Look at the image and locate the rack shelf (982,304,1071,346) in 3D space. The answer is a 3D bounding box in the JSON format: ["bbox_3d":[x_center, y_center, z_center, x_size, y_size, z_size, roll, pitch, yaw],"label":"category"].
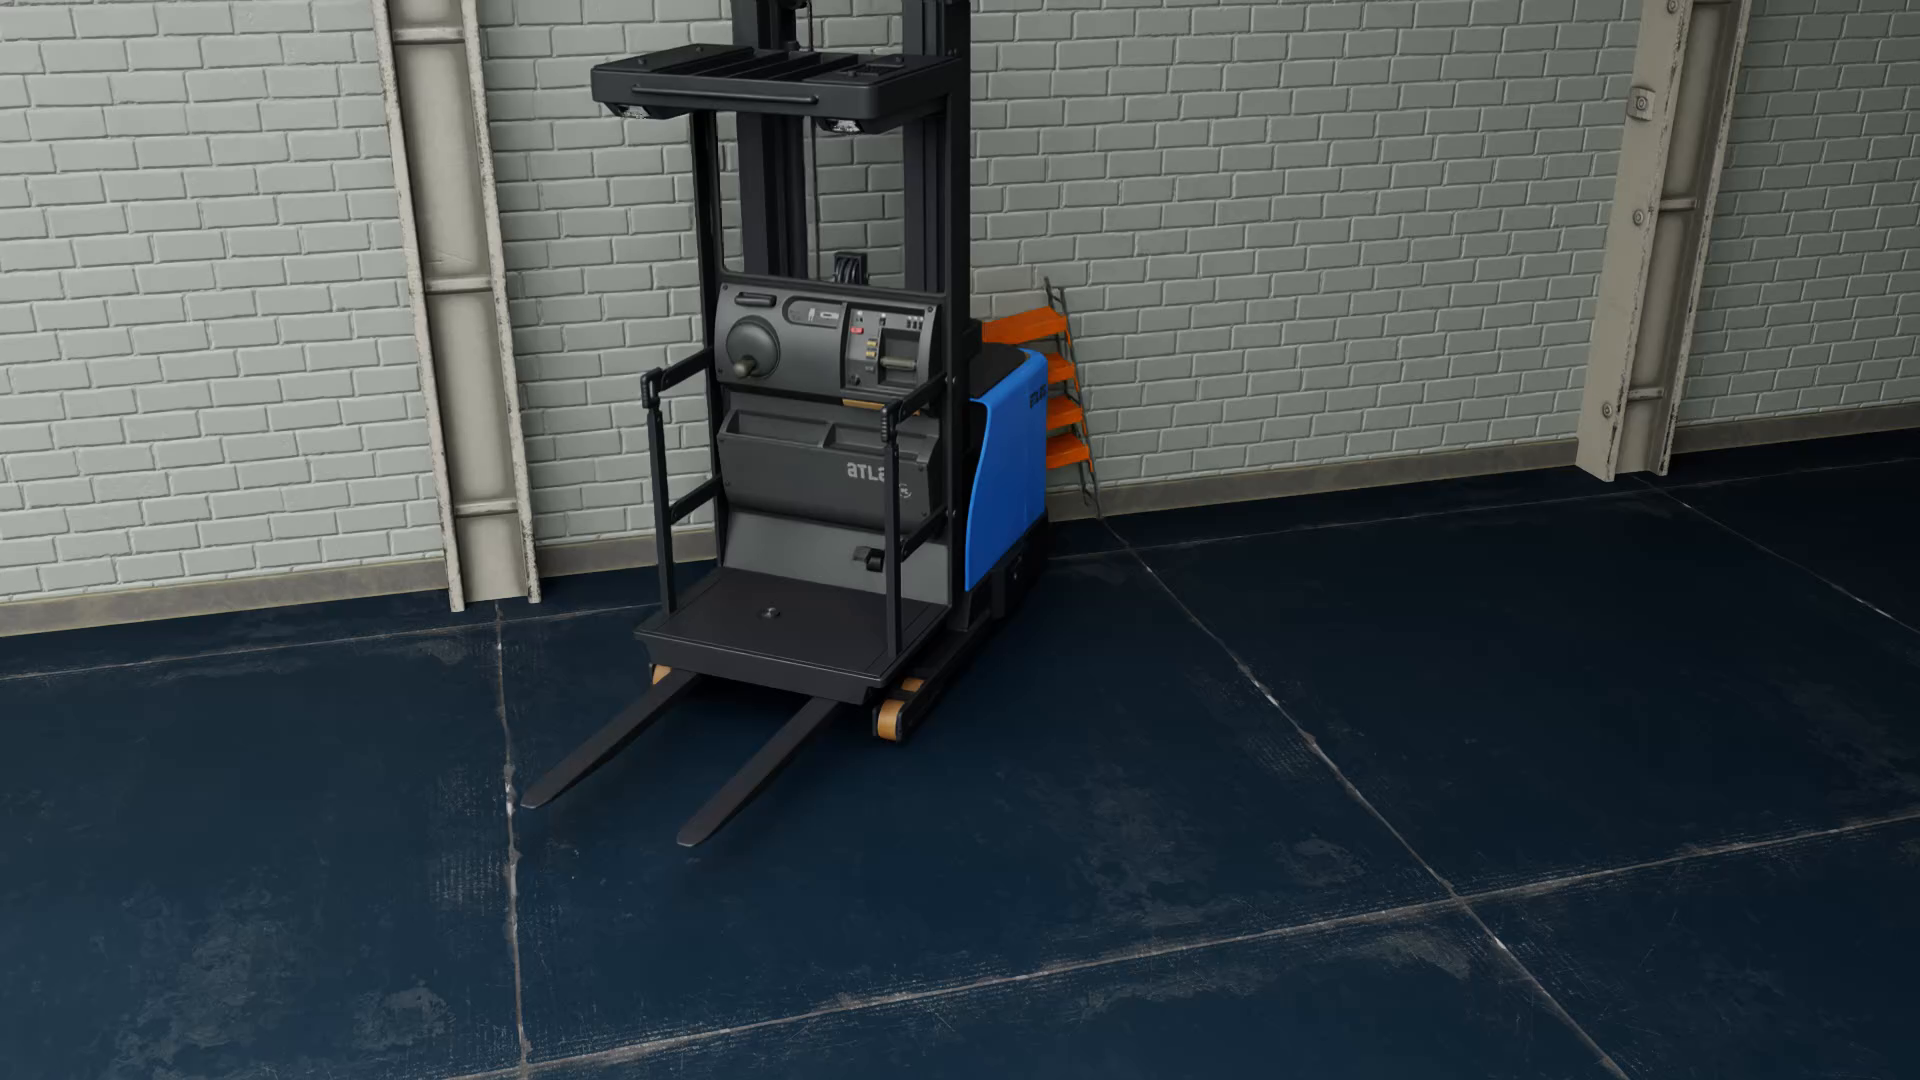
[{"bbox_3d":[0.251,-0.963,7.884,0.480,0.148,0.258,-16,24,-10],"label":"rack shelf"}]

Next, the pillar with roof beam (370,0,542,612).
[{"bbox_3d":[-0.978,-2.256,2.094,0.400,9.000,9.100,-6,24,-14],"label":"pillar with roof beam"}]

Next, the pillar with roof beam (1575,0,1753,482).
[{"bbox_3d":[4.799,-2.895,3.584,0.400,9.000,9.100,-6,24,-14],"label":"pillar with roof beam"}]

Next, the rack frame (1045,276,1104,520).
[{"bbox_3d":[0.557,-0.680,8.086,0.015,1.200,0.240,-16,24,-10],"label":"rack frame"}]

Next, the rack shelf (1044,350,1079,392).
[{"bbox_3d":[0.296,-0.752,7.981,0.480,0.148,0.258,-16,24,-10],"label":"rack shelf"}]

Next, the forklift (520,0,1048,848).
[{"bbox_3d":[-0.608,-0.754,6.290,1.130,2.935,3.031,9,25,20],"label":"forklift"}]

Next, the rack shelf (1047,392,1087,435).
[{"bbox_3d":[0.339,-0.552,8.072,0.480,0.148,0.258,-16,24,-10],"label":"rack shelf"}]

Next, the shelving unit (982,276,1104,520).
[{"bbox_3d":[0.326,-0.612,8.045,0.503,1.200,0.258,-16,24,-10],"label":"shelving unit"}]

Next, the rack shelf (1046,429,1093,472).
[{"bbox_3d":[0.377,-0.375,8.153,0.480,0.148,0.258,-16,24,-10],"label":"rack shelf"}]
